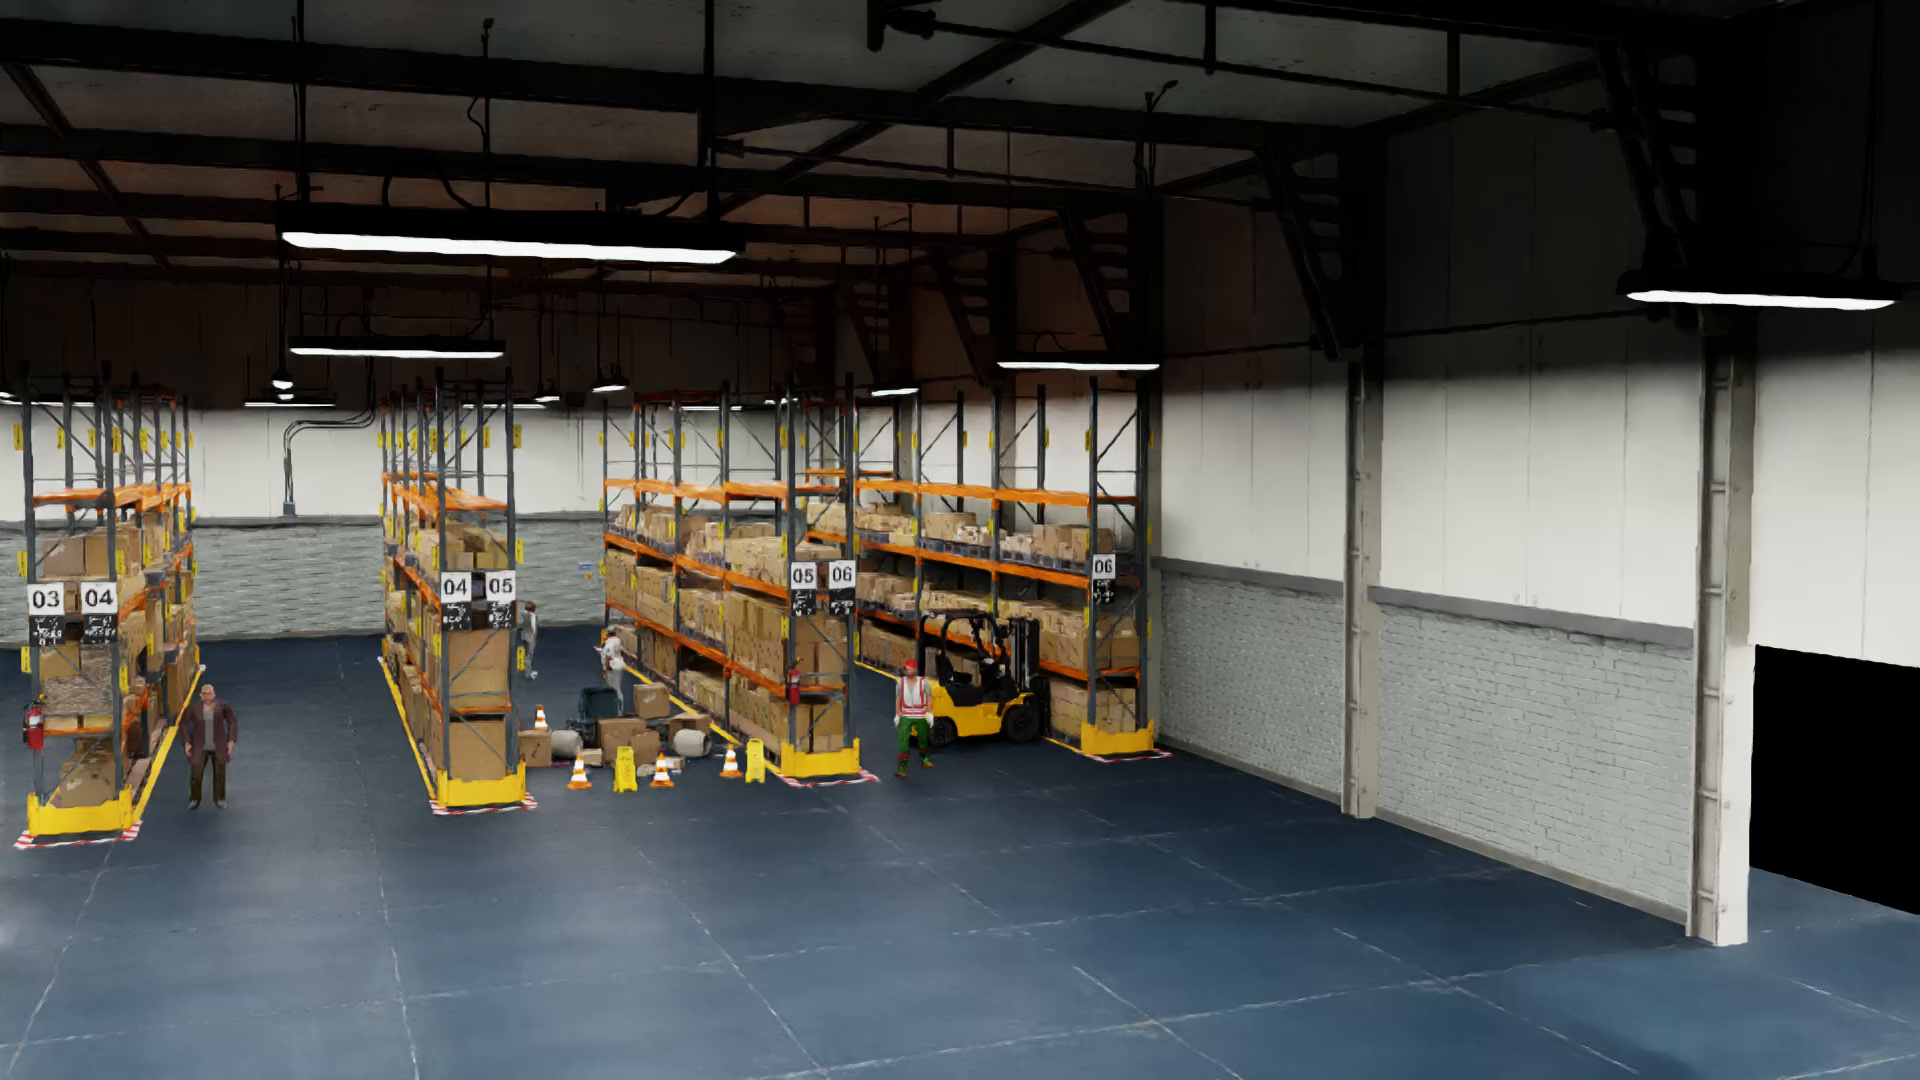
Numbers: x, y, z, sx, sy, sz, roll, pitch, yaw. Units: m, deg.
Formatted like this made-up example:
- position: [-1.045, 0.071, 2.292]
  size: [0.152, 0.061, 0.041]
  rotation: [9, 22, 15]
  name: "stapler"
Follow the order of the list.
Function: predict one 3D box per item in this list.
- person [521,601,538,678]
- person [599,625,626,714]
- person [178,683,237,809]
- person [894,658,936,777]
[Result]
- position: [-9.035, 2.081, 35.041]
  size: [0.419, 1.603, 0.502]
  rotation: [-3, 5, -43]
  name: "person"
- position: [-6.291, 2.358, 29.987]
  size: [0.554, 1.659, 0.597]
  rotation: [0, 3, 6]
  name: "person"
- position: [-10.182, 2.785, 22.521]
  size: [0.729, 1.732, 0.541]
  rotation: [-2, 4, -24]
  name: "person"
- position: [-0.686, 2.639, 24.860]
  size: [0.614, 1.761, 0.941]
  rotation: [0, 3, 2]
  name: "person"
